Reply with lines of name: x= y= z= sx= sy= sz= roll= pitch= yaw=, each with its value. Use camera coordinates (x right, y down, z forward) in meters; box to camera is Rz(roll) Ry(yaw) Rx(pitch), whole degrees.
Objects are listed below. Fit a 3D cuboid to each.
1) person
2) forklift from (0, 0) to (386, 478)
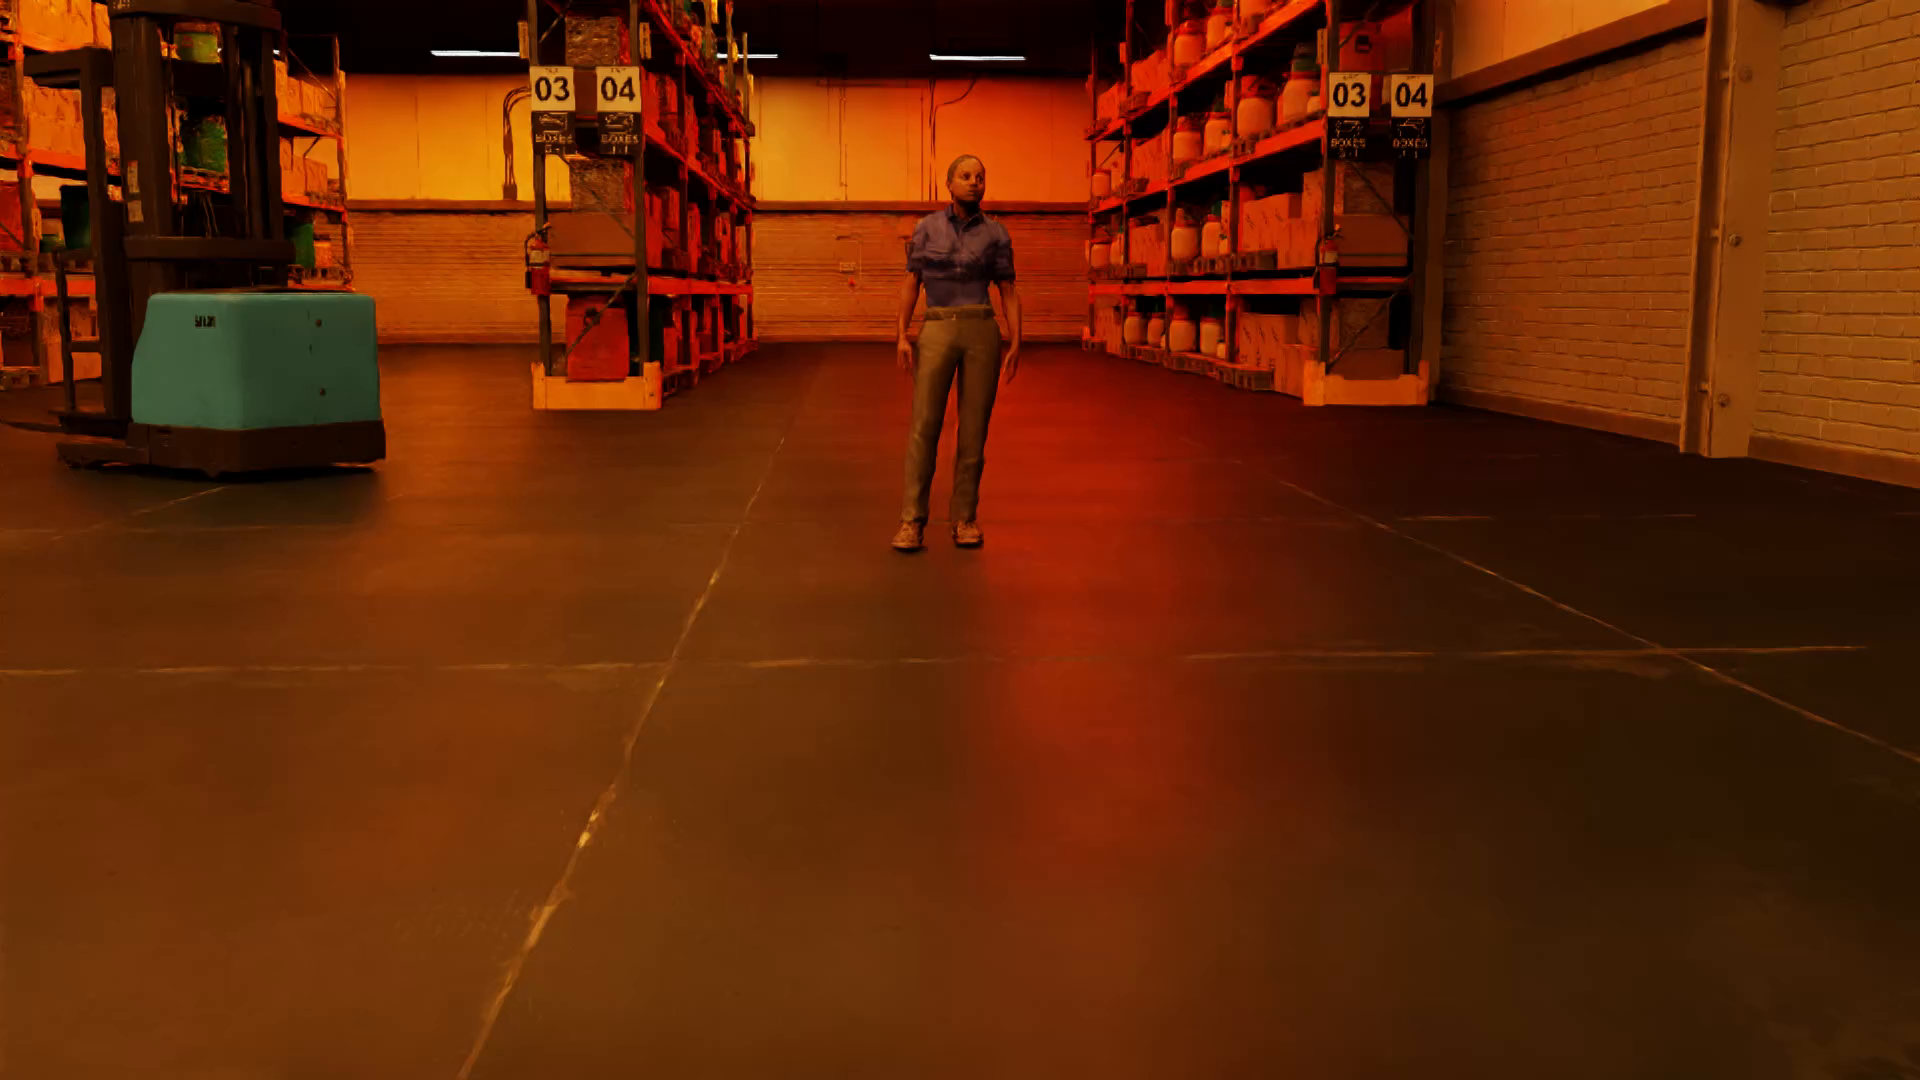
person: x=-0.014 y=-0.812 z=7.100 sx=0.570 sy=1.654 sz=0.503 roll=-1 pitch=8 yaw=-4
forklift: x=-5.036 y=-1.948 z=10.449 sx=3.031 sy=2.935 sz=1.130 roll=6 pitch=10 yaw=34
